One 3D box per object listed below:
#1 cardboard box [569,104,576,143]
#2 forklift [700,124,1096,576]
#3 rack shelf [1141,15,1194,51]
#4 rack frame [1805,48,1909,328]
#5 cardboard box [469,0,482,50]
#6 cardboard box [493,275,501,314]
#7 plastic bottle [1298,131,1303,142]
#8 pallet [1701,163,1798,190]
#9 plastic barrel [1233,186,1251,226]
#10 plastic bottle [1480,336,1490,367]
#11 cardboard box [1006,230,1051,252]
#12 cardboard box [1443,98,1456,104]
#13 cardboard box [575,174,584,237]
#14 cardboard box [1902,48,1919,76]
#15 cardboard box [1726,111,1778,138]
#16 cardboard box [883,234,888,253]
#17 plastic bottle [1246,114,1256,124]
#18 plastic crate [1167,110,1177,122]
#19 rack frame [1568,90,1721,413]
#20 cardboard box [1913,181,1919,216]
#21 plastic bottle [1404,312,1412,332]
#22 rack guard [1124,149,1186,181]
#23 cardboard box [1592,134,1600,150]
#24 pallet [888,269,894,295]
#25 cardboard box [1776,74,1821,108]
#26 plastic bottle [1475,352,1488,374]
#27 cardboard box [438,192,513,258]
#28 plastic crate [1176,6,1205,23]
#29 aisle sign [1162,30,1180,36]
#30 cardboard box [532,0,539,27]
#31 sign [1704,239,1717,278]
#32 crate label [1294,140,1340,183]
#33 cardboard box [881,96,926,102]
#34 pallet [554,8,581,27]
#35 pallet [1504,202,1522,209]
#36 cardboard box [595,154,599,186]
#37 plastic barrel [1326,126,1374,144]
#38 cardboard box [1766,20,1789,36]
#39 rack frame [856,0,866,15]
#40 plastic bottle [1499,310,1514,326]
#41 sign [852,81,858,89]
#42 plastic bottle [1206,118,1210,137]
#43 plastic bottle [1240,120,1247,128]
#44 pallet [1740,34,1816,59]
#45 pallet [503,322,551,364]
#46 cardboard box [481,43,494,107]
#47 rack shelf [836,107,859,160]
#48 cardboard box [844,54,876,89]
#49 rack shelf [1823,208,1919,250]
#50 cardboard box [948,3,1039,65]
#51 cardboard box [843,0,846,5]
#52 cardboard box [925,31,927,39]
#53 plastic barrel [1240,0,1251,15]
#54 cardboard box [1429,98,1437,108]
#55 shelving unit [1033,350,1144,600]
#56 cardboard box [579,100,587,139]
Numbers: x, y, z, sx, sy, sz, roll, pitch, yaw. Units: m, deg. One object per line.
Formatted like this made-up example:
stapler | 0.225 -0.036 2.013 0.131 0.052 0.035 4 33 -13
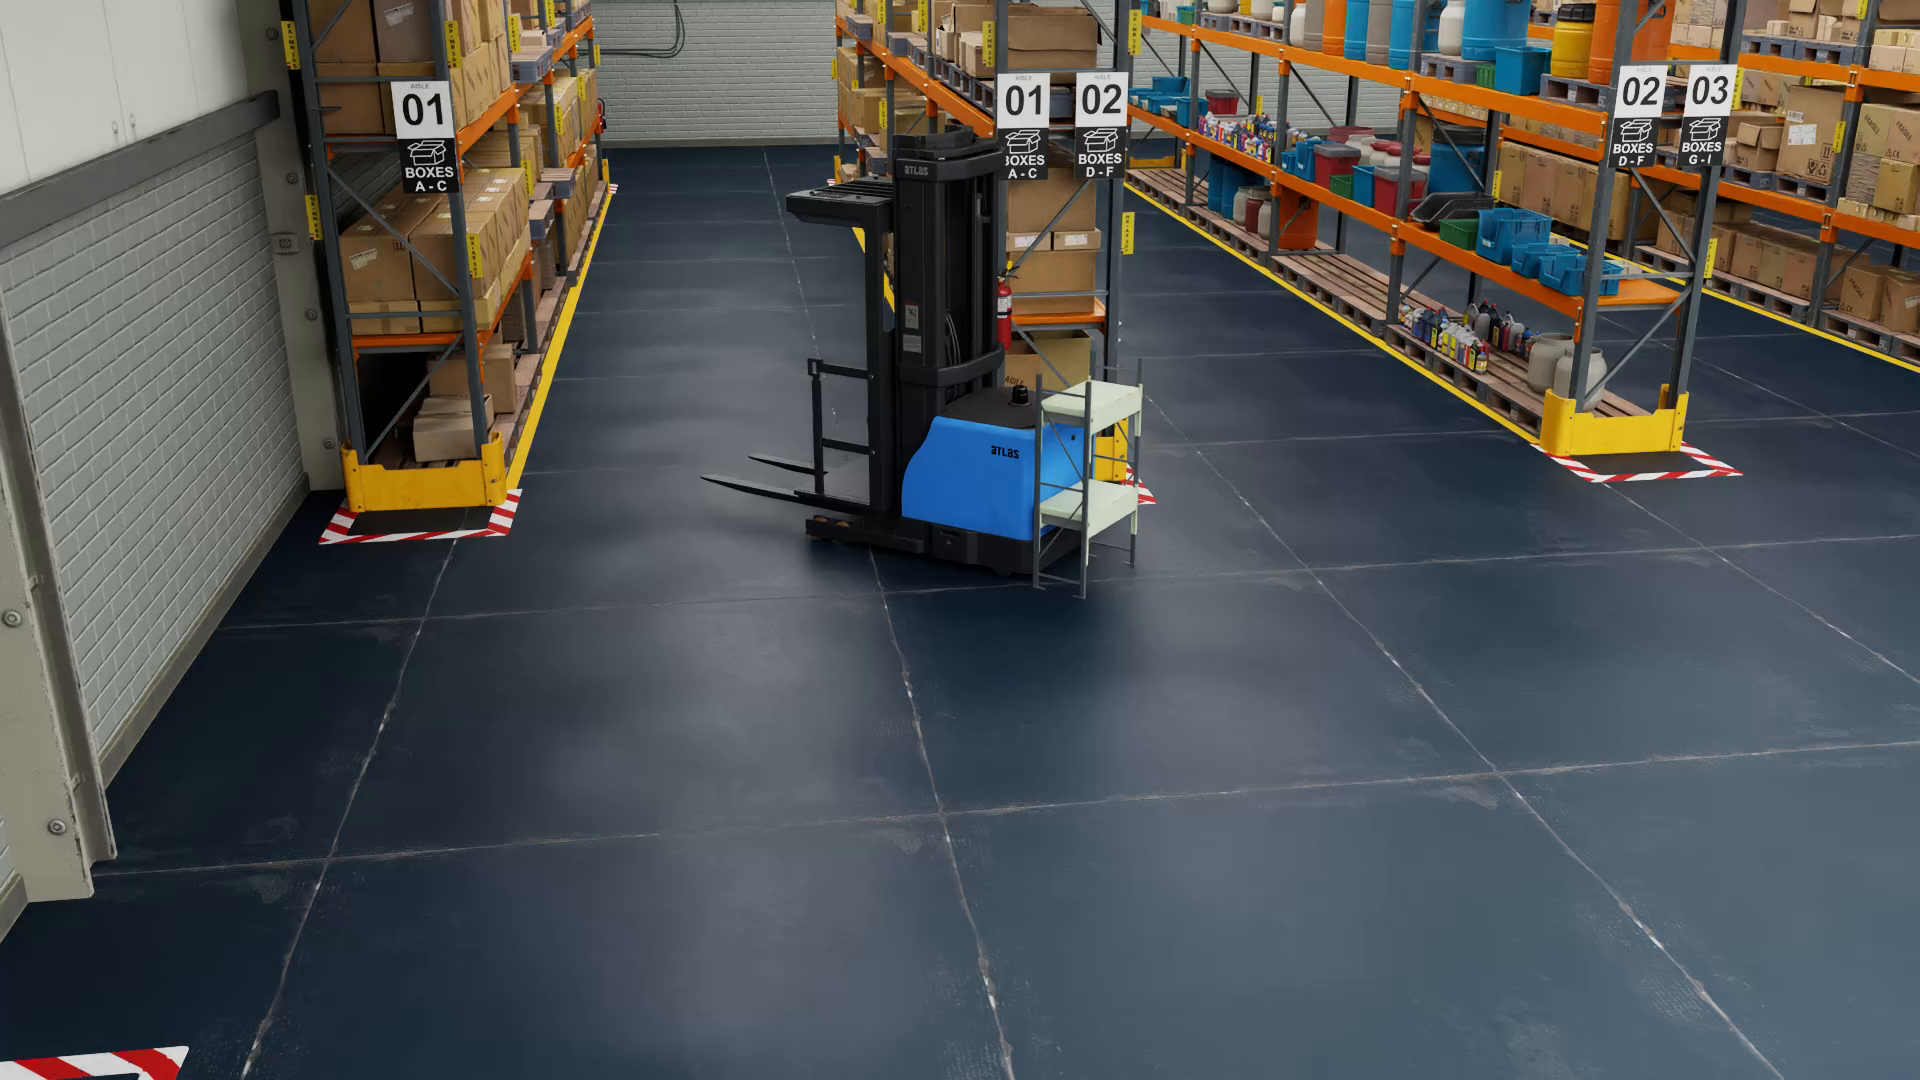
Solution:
cardboard box | -5.410 -5.531 22.140 0.500 0.500 0.500 -3 21 -8
forklift | -0.543 -1.485 12.004 3.031 2.935 1.130 12 23 28
rack shelf | 3.642 -8.093 26.338 1.077 0.370 4.000 -3 21 -8
rack frame | 9.984 -3.812 18.136 1.000 3.000 0.127 -3 21 -8
cardboard box | -4.066 -4.106 13.036 0.500 0.500 0.500 -2 21 -6
cardboard box | -3.989 -1.981 13.419 0.500 0.250 0.500 -4 21 -9
plastic bottle | 4.641 -5.415 22.610 0.097 0.271 0.097 0 20 0
pallet | 9.734 -4.424 20.048 1.003 0.211 1.213 -3 21 -8
plastic barrel | 4.087 -4.729 23.546 0.421 0.512 0.421 0 20 0
plastic bottle | 5.057 -1.819 16.053 0.061 0.283 0.133 -3 21 -8
cardboard box | 0.514 -2.402 13.291 0.380 0.149 0.250 -3 21 -9
cardboard box | 8.287 -7.322 27.323 0.500 0.250 0.500 -3 21 -9
cardboard box | -5.520 -4.496 22.439 0.750 0.750 0.750 -2 21 -6
cardboard box | 9.877 -4.795 16.696 0.500 0.250 0.500 -3 21 -8
cardboard box | 9.705 -5.068 20.754 0.700 0.500 0.500 0 20 0
cardboard box | -0.763 -4.046 21.705 0.500 0.500 0.500 -2 21 -6
plastic bottle | 4.307 -6.154 24.583 0.152 0.276 0.135 -3 21 -8
plastic crate | 3.503 -6.605 25.922 0.437 0.125 0.590 -3 21 -8
rack frame | 5.660 -2.177 13.759 1.000 3.000 0.127 -3 21 -8
cardboard box | 10.197 -3.497 16.723 0.875 0.500 0.500 -3 21 -8
plastic bottle | 4.710 -2.290 17.431 0.097 0.201 0.097 0 20 0
rack guard | 3.337 -6.554 29.049 1.175 0.500 0.348 -3 21 -8
cardboard box | 9.025 -5.575 22.713 0.500 0.500 0.500 -3 21 -8
pallet | -0.316 -3.105 20.229 1.003 0.211 1.213 -3 21 -8
cardboard box | 13.405 -7.137 26.469 0.500 0.500 0.500 -3 21 -8
plastic bottle | 4.961 -1.686 15.815 0.097 0.201 0.097 0 20 0
cardboard box | -4.131 -2.678 14.212 0.500 0.500 0.500 -2 21 -6
plastic crate | 3.483 -7.958 25.188 0.416 0.233 0.300 -3 21 -8
aisle sign | 3.633 -8.975 28.243 0.394 0.787 0.004 -3 21 -8
cardboard box | -5.619 -6.644 20.659 0.700 0.500 0.500 -2 21 -5
sign | 6.205 -2.333 13.781 0.100 0.325 0.005 -3 21 -8
crate label | 4.382 -4.606 20.211 0.502 0.435 0.616 -3 21 -8
cardboard box | -0.656 -5.719 22.497 0.700 0.500 0.500 -8 22 -21
pallet | -5.981 -7.480 23.796 1.003 0.211 1.213 -3 21 -8
pallet | 9.017 -5.012 25.335 1.003 0.211 1.213 -3 21 -8
cardboard box | -6.250 -6.006 26.982 0.700 0.500 0.500 -3 21 -8
plastic barrel | 4.873 -4.866 20.762 0.600 0.536 0.708 -3 21 -8
cardboard box | 9.615 -5.949 19.303 0.380 0.166 0.250 -3 21 -9
rack frame | -0.972 -8.894 23.168 1.000 3.000 0.127 -3 21 -8
plastic bottle | 5.535 -2.141 16.818 0.144 0.351 0.185 -3 21 -8
sign | -1.508 -6.459 23.986 0.100 0.325 0.005 -3 21 -8
plastic bottle | 3.629 -6.005 24.190 0.097 0.271 0.097 0 20 0
plastic bottle | 4.186 -6.106 24.562 0.097 0.201 0.097 0 20 0
pallet | 9.848 -5.707 19.192 1.213 0.211 1.003 -3 21 -8
pallet | -4.834 -2.026 17.339 1.003 0.211 1.213 -3 21 -8
cardboard box | -4.164 -3.819 13.696 0.500 0.500 0.500 -2 21 -4
rack shelf | -1.261 -6.439 26.198 1.077 0.370 4.000 -3 21 -8
cardboard box | -1.522 -7.287 25.868 0.500 0.500 0.500 -3 21 -8
rack shelf | 10.273 -2.783 16.408 1.077 0.370 4.000 -3 21 -8
cardboard box | 0.294 -4.453 14.617 0.797 0.503 0.637 -1 20 -2
cardboard box | -1.521 -8.327 25.437 0.500 0.250 0.500 -3 21 -8
cardboard box | -0.110 -5.697 18.509 0.500 0.250 0.500 -3 21 -9
plastic barrel | 4.262 -7.717 23.433 0.600 0.588 0.600 0 20 0
cardboard box | 8.129 -7.354 27.978 0.380 0.149 0.250 -3 21 -9
shelving unit | 0.868 -0.452 11.282 0.431 1.500 0.755 13 24 31
cardboard box | -5.936 -6.162 23.998 0.980 0.700 0.700 -3 21 -7
